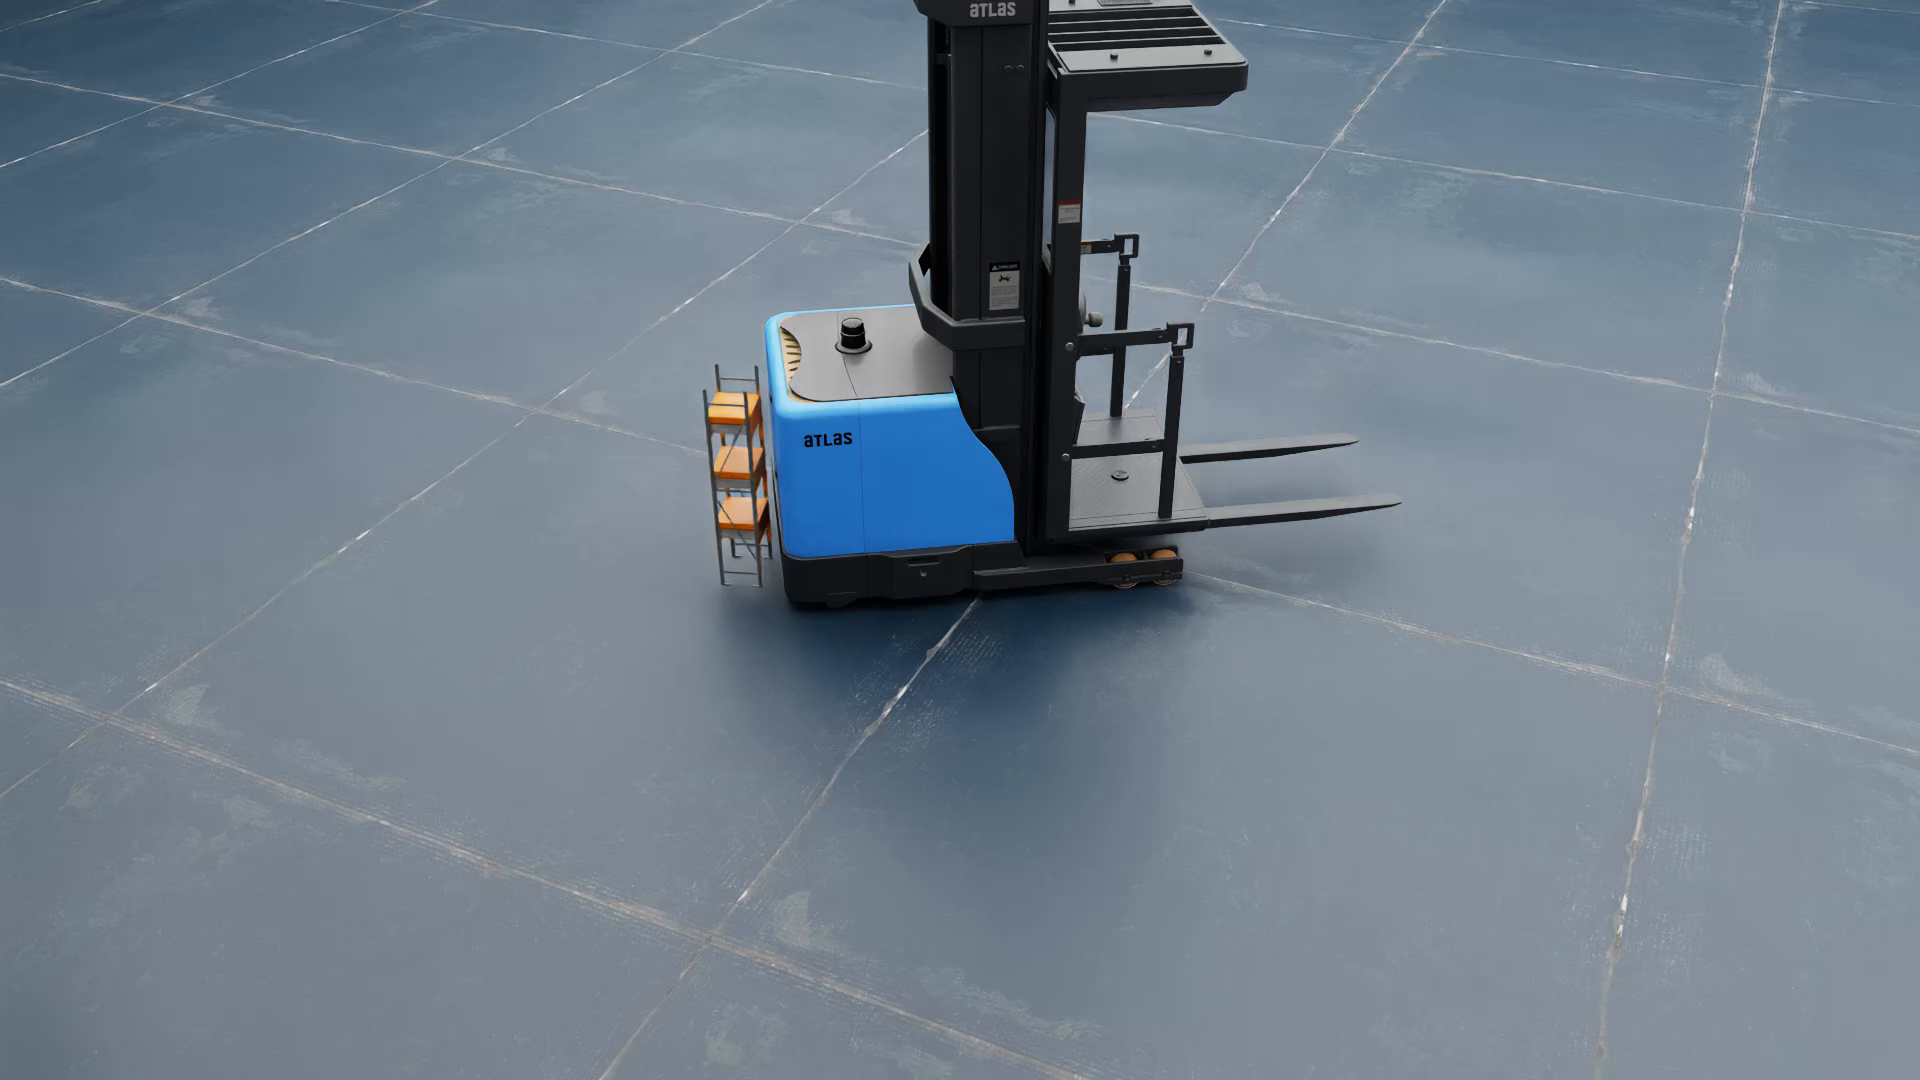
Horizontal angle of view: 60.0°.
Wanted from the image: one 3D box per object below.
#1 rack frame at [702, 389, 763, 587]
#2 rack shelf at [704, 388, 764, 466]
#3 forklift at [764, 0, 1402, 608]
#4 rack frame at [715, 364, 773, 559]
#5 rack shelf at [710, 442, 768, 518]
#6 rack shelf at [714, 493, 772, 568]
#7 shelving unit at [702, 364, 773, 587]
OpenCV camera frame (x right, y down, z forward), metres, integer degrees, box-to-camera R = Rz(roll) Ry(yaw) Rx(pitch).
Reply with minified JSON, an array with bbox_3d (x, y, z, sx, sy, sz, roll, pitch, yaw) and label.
[{"bbox_3d":[-1.039,-0.221,7.629,0.200,1.050,0.008,3,33,5],"label":"rack frame"},{"bbox_3d":[-1.027,-0.516,7.581,0.215,0.259,0.240,3,33,5],"label":"rack shelf"},{"bbox_3d":[0.618,-1.278,7.526,3.031,2.935,1.130,-5,34,-7],"label":"forklift"},{"bbox_3d":[-1.015,-0.354,7.832,0.200,1.050,0.008,3,33,5],"label":"rack frame"},{"bbox_3d":[-1.027,-0.278,7.736,0.215,0.259,0.240,3,33,5],"label":"rack shelf"},{"bbox_3d":[-1.027,-0.046,7.889,0.215,0.259,0.240,3,33,5],"label":"rack shelf"},{"bbox_3d":[-1.027,-0.287,7.731,0.215,1.050,0.252,3,33,5],"label":"shelving unit"}]
